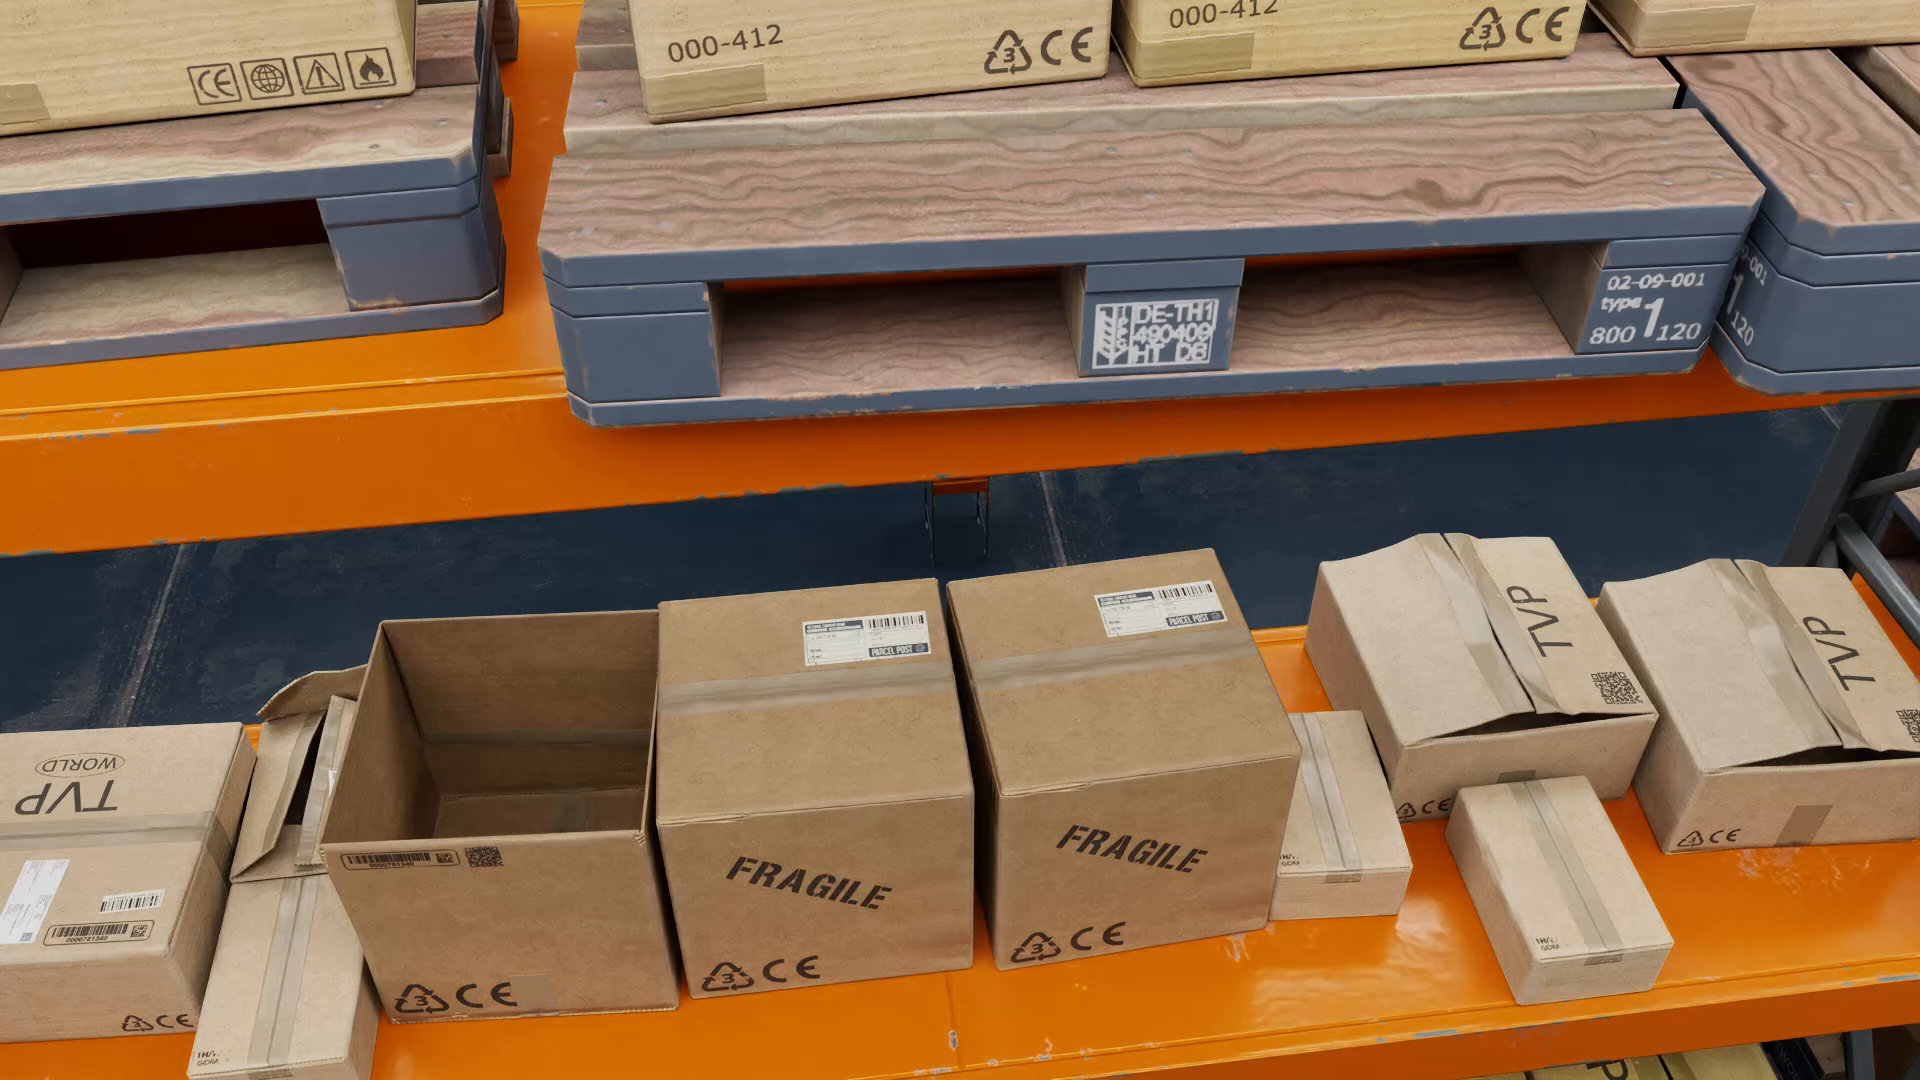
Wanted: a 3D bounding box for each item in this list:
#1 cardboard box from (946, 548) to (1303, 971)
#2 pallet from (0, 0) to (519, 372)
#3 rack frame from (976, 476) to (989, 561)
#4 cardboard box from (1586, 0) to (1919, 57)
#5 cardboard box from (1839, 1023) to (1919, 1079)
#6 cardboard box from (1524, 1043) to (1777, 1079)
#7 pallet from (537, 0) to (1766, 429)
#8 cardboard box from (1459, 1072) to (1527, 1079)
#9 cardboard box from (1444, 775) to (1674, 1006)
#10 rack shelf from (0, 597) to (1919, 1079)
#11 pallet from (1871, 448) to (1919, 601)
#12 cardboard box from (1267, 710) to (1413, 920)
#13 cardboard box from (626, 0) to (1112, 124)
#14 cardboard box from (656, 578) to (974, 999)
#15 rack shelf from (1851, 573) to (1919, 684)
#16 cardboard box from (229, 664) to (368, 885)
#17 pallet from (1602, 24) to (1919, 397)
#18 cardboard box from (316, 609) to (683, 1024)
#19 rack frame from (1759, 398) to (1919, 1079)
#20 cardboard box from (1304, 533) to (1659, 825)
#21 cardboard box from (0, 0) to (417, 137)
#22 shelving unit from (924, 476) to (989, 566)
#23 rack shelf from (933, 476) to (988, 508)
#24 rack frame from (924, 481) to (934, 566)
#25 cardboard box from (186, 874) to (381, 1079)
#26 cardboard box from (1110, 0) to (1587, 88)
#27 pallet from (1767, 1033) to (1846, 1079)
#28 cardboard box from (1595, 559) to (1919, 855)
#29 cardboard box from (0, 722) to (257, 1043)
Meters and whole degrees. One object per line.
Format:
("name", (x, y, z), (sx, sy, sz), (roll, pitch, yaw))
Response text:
("cardboard box", (0.266, 0.390, 3.004), (0.500, 0.500, 0.500), (-7, 43, -8))
("pallet", (-1.166, -0.510, 1.979), (1.217, 0.209, 0.805), (-7, 42, -7))
("rack frame", (0.076, -0.452, 5.356), (0.006, 1.200, 0.240), (-5, 42, -6))
("cardboard box", (0.967, -0.809, 1.967), (0.500, 0.250, 0.500), (-4, 42, -4))
("cardboard box", (2.416, 1.186, 3.734), (0.500, 0.500, 0.500), (-3, 42, -4))
("cardboard box", (1.440, 1.136, 3.571), (0.500, 0.311, 0.500), (-4, 42, -4))
("pallet", (0.157, -0.556, 2.028), (1.213, 0.211, 1.003), (-3, 42, -4))
("cardboard box", (0.925, 1.186, 3.516), (0.500, 0.311, 0.500), (-6, 42, -6))
("cardboard box", (1.071, 0.625, 3.005), (0.250, 0.149, 0.380), (-5, 42, -6))
("rack shelf", (-0.056, 0.711, 3.259), (4.000, 0.370, 1.077), (-5, 42, -6))
("pallet", (2.590, 0.236, 3.392), (1.003, 0.211, 1.213), (-5, 42, -6))
("cardboard box", (0.670, 0.512, 3.130), (0.250, 0.149, 0.380), (-2, 42, -2))
("cardboard box", (-0.135, -0.722, 1.869), (0.500, 0.250, 0.500), (-8, 43, -9))
("cardboard box", (-0.256, 0.436, 2.953), (0.500, 0.500, 0.500), (-5, 42, -5))
("rack shelf", (3.910, 0.364, 3.644), (4.000, 0.370, 1.077), (-5, 42, -6))
("cardboard box", (-1.191, 0.469, 3.090), (0.258, 0.266, 0.396), (-6, 42, -7))
("pallet", (1.266, -0.655, 2.138), (1.003, 0.211, 1.213), (-3, 42, -4))
("cardboard box", (-0.753, 0.479, 2.905), (0.500, 0.500, 0.500), (-2, 42, -2))
("rack frame", (1.927, 0.271, 3.211), (0.127, 3.000, 1.000), (-5, 42, -6))
("cardboard box", (1.015, 0.253, 3.297), (0.500, 0.311, 0.500), (-5, 42, -6))
("cardboard box", (-0.883, -0.693, 1.838), (0.500, 0.250, 0.500), (-9, 43, -10))
("shelving unit", (-0.014, -0.444, 5.347), (0.189, 1.200, 0.258), (-5, 42, -6))
("rack shelf", (-0.014, -0.233, 5.537), (0.180, 0.103, 0.258), (-5, 42, -6))
("rack frame", (-0.105, -0.436, 5.338), (0.006, 1.200, 0.240), (-5, 42, -6))
("cardboard box", (-1.134, 0.770, 2.844), (0.250, 0.149, 0.380), (-5, 42, -6))
("cardboard box", (0.399, -0.767, 1.920), (0.500, 0.250, 0.500), (-6, 42, -6))
("pallet", (2.672, 1.266, 4.189), (1.213, 0.211, 1.003), (-5, 42, -6))
("cardboard box", (1.561, 0.306, 3.238), (0.500, 0.311, 0.500), (-3, 42, -3))
("cardboard box", (-1.556, 0.602, 2.955), (0.500, 0.250, 0.500), (-3, 42, -3))
